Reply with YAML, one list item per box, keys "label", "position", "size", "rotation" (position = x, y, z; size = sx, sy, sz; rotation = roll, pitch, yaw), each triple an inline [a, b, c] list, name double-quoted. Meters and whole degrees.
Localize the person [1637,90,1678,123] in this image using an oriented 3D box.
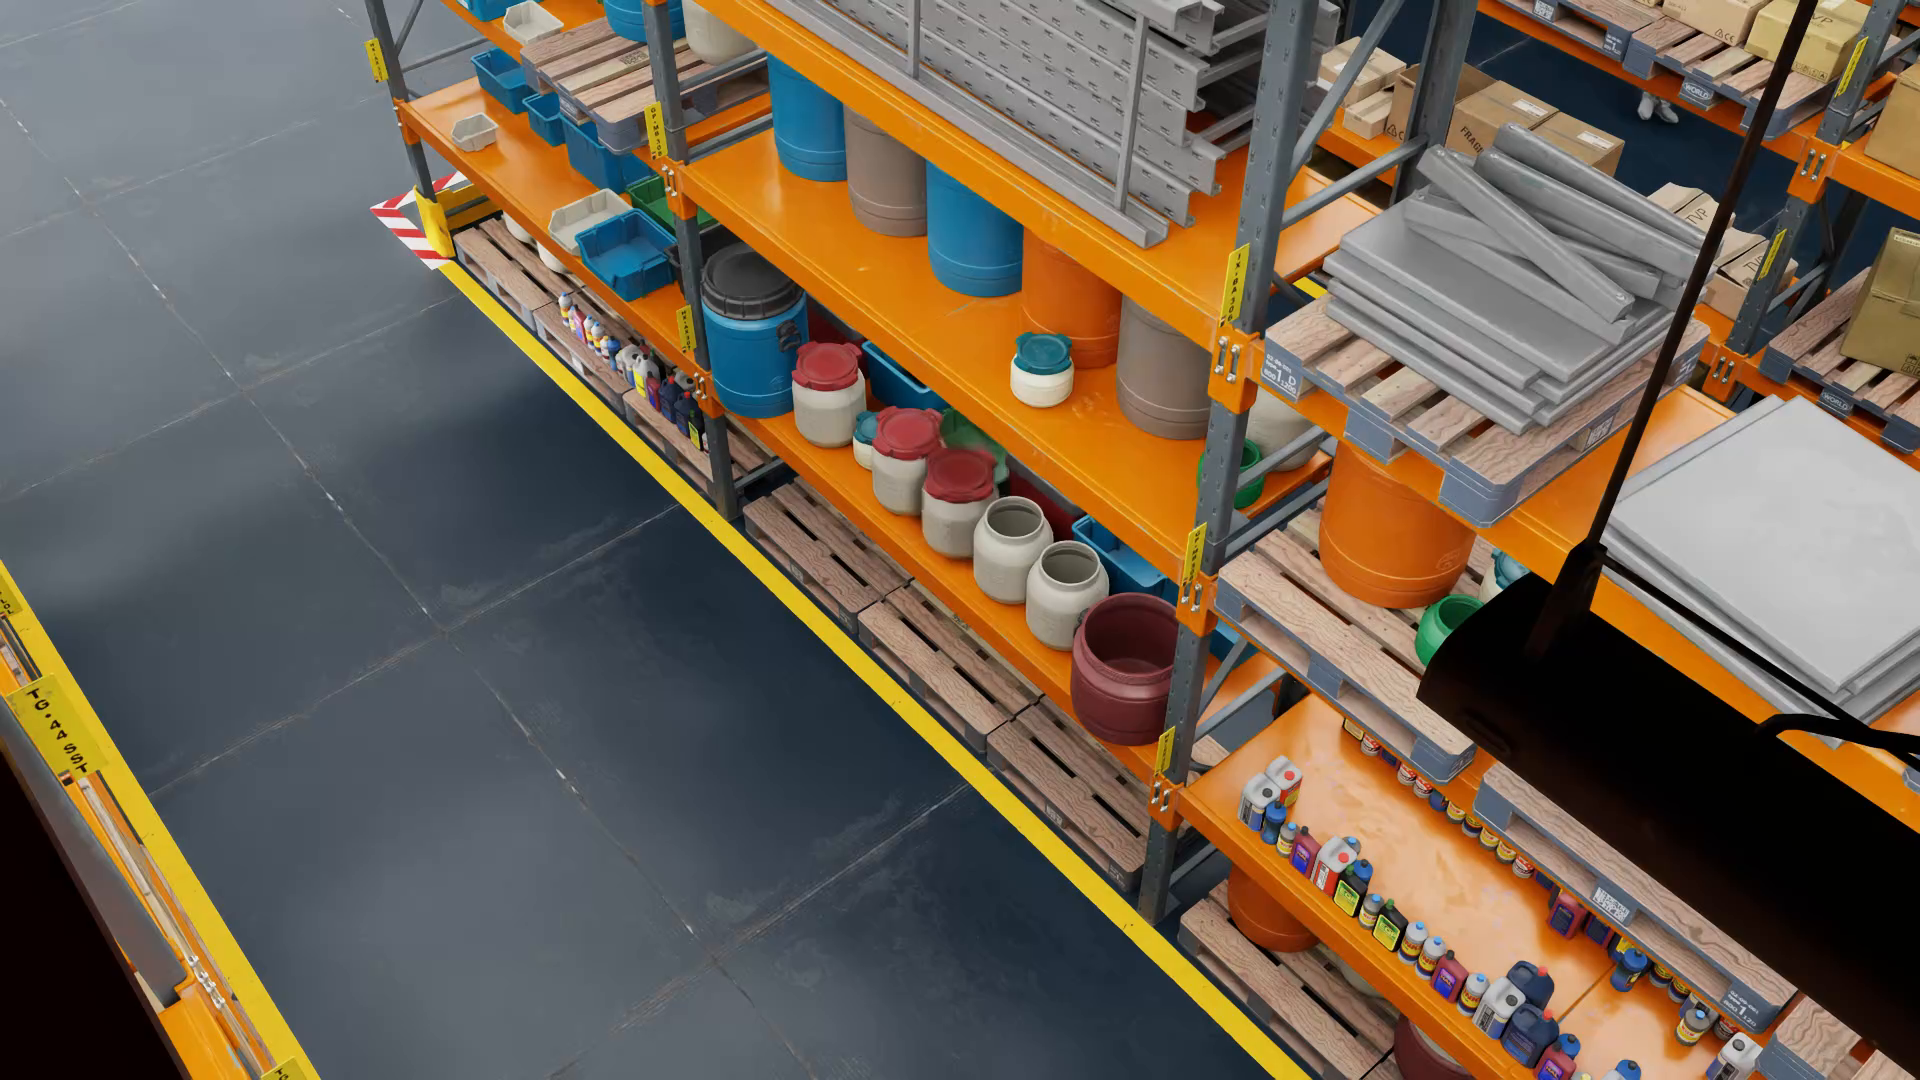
- label: "person"
  position: [6.145, -4.243, 13.780]
  size: [0.568, 1.760, 0.489]
  rotation: [-18, 49, -17]
